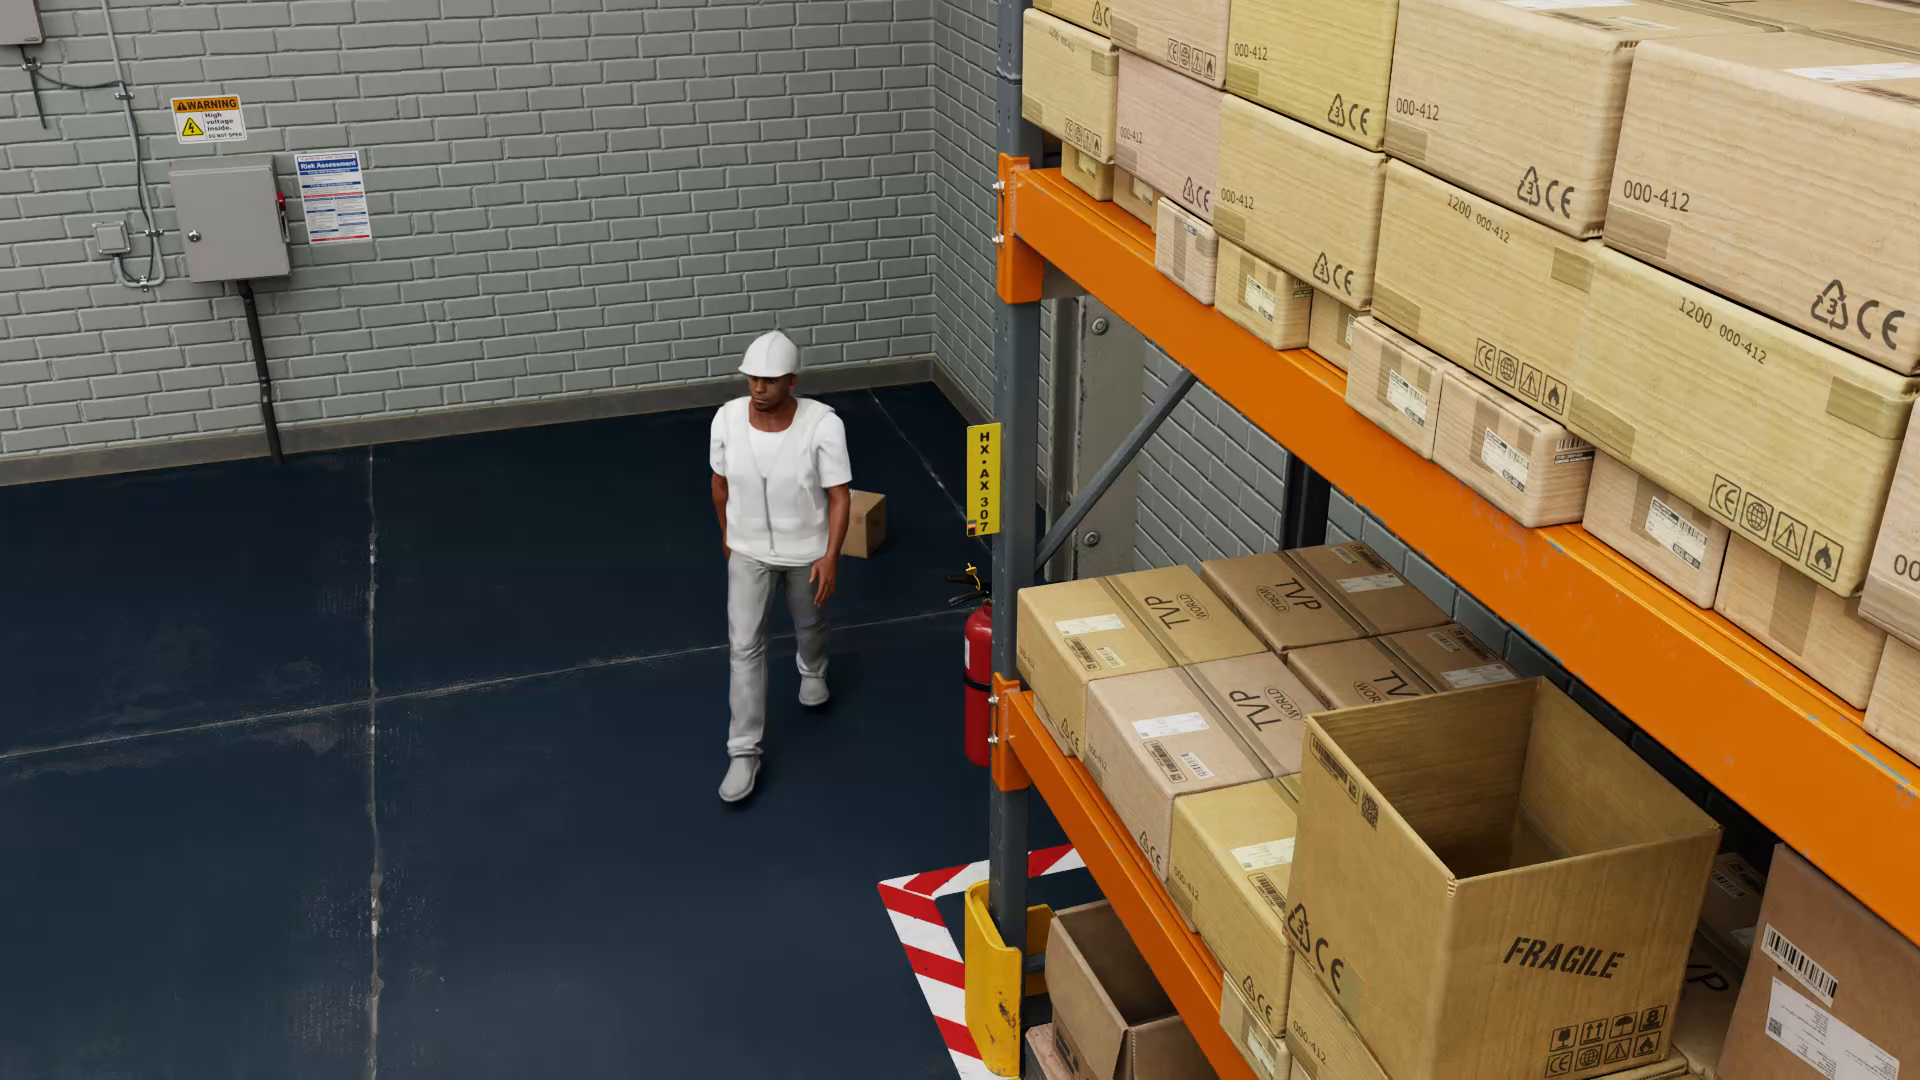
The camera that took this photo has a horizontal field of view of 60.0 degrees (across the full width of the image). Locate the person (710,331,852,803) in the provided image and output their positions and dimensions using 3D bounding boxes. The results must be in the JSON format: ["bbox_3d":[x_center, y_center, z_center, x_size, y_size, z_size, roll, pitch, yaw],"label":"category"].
[{"bbox_3d":[-0.710,0.044,6.452,0.582,1.705,1.025,2,26,5],"label":"person"}]
